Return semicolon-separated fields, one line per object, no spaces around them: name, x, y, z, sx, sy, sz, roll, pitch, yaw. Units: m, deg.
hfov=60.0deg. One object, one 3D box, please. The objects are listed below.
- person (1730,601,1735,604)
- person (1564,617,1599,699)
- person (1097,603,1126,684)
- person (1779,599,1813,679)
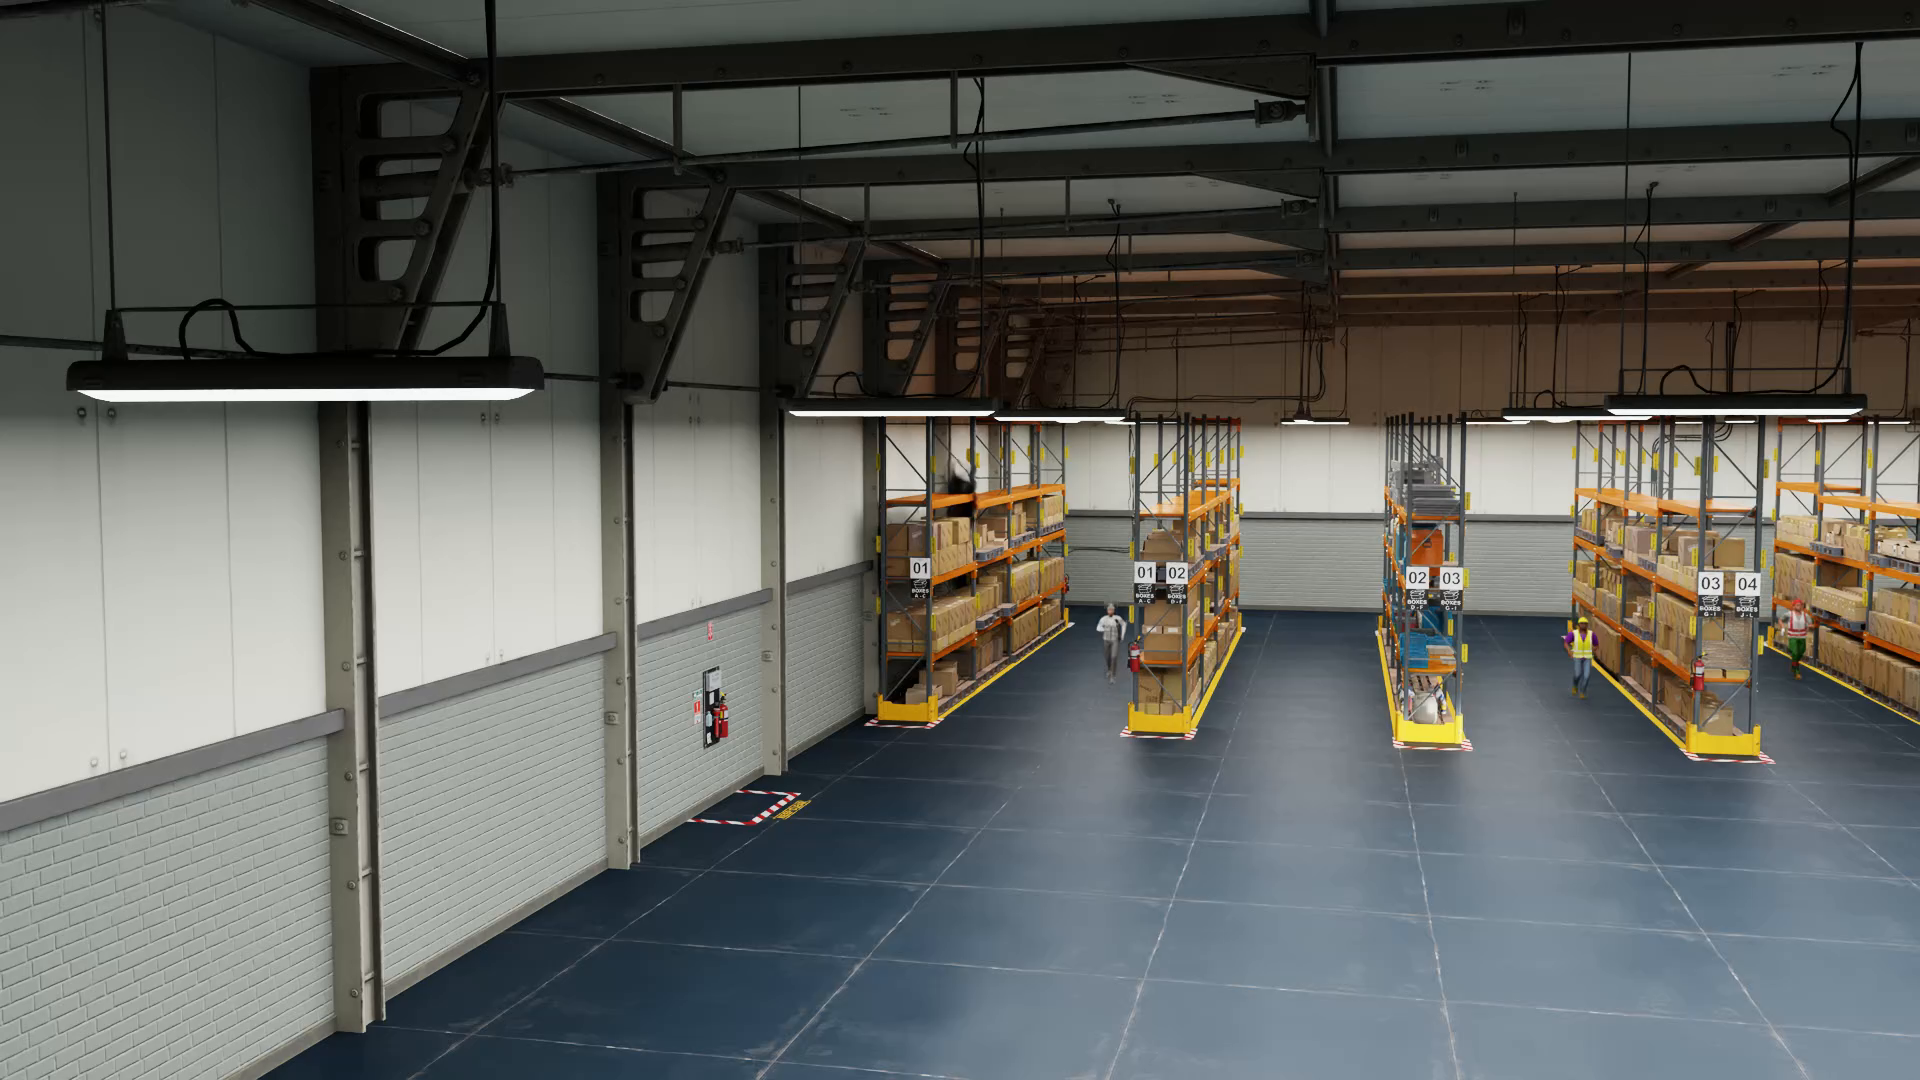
person;19.509;2.058;41.636;0.660;1.586;0.826;0;4;7
person;13.112;2.489;35.035;0.695;1.720;0.593;1;4;11
person;3.347;2.266;36.869;0.612;1.743;0.805;1;4;12
person;19.084;2.234;37.917;0.659;1.773;1.003;1;4;8
